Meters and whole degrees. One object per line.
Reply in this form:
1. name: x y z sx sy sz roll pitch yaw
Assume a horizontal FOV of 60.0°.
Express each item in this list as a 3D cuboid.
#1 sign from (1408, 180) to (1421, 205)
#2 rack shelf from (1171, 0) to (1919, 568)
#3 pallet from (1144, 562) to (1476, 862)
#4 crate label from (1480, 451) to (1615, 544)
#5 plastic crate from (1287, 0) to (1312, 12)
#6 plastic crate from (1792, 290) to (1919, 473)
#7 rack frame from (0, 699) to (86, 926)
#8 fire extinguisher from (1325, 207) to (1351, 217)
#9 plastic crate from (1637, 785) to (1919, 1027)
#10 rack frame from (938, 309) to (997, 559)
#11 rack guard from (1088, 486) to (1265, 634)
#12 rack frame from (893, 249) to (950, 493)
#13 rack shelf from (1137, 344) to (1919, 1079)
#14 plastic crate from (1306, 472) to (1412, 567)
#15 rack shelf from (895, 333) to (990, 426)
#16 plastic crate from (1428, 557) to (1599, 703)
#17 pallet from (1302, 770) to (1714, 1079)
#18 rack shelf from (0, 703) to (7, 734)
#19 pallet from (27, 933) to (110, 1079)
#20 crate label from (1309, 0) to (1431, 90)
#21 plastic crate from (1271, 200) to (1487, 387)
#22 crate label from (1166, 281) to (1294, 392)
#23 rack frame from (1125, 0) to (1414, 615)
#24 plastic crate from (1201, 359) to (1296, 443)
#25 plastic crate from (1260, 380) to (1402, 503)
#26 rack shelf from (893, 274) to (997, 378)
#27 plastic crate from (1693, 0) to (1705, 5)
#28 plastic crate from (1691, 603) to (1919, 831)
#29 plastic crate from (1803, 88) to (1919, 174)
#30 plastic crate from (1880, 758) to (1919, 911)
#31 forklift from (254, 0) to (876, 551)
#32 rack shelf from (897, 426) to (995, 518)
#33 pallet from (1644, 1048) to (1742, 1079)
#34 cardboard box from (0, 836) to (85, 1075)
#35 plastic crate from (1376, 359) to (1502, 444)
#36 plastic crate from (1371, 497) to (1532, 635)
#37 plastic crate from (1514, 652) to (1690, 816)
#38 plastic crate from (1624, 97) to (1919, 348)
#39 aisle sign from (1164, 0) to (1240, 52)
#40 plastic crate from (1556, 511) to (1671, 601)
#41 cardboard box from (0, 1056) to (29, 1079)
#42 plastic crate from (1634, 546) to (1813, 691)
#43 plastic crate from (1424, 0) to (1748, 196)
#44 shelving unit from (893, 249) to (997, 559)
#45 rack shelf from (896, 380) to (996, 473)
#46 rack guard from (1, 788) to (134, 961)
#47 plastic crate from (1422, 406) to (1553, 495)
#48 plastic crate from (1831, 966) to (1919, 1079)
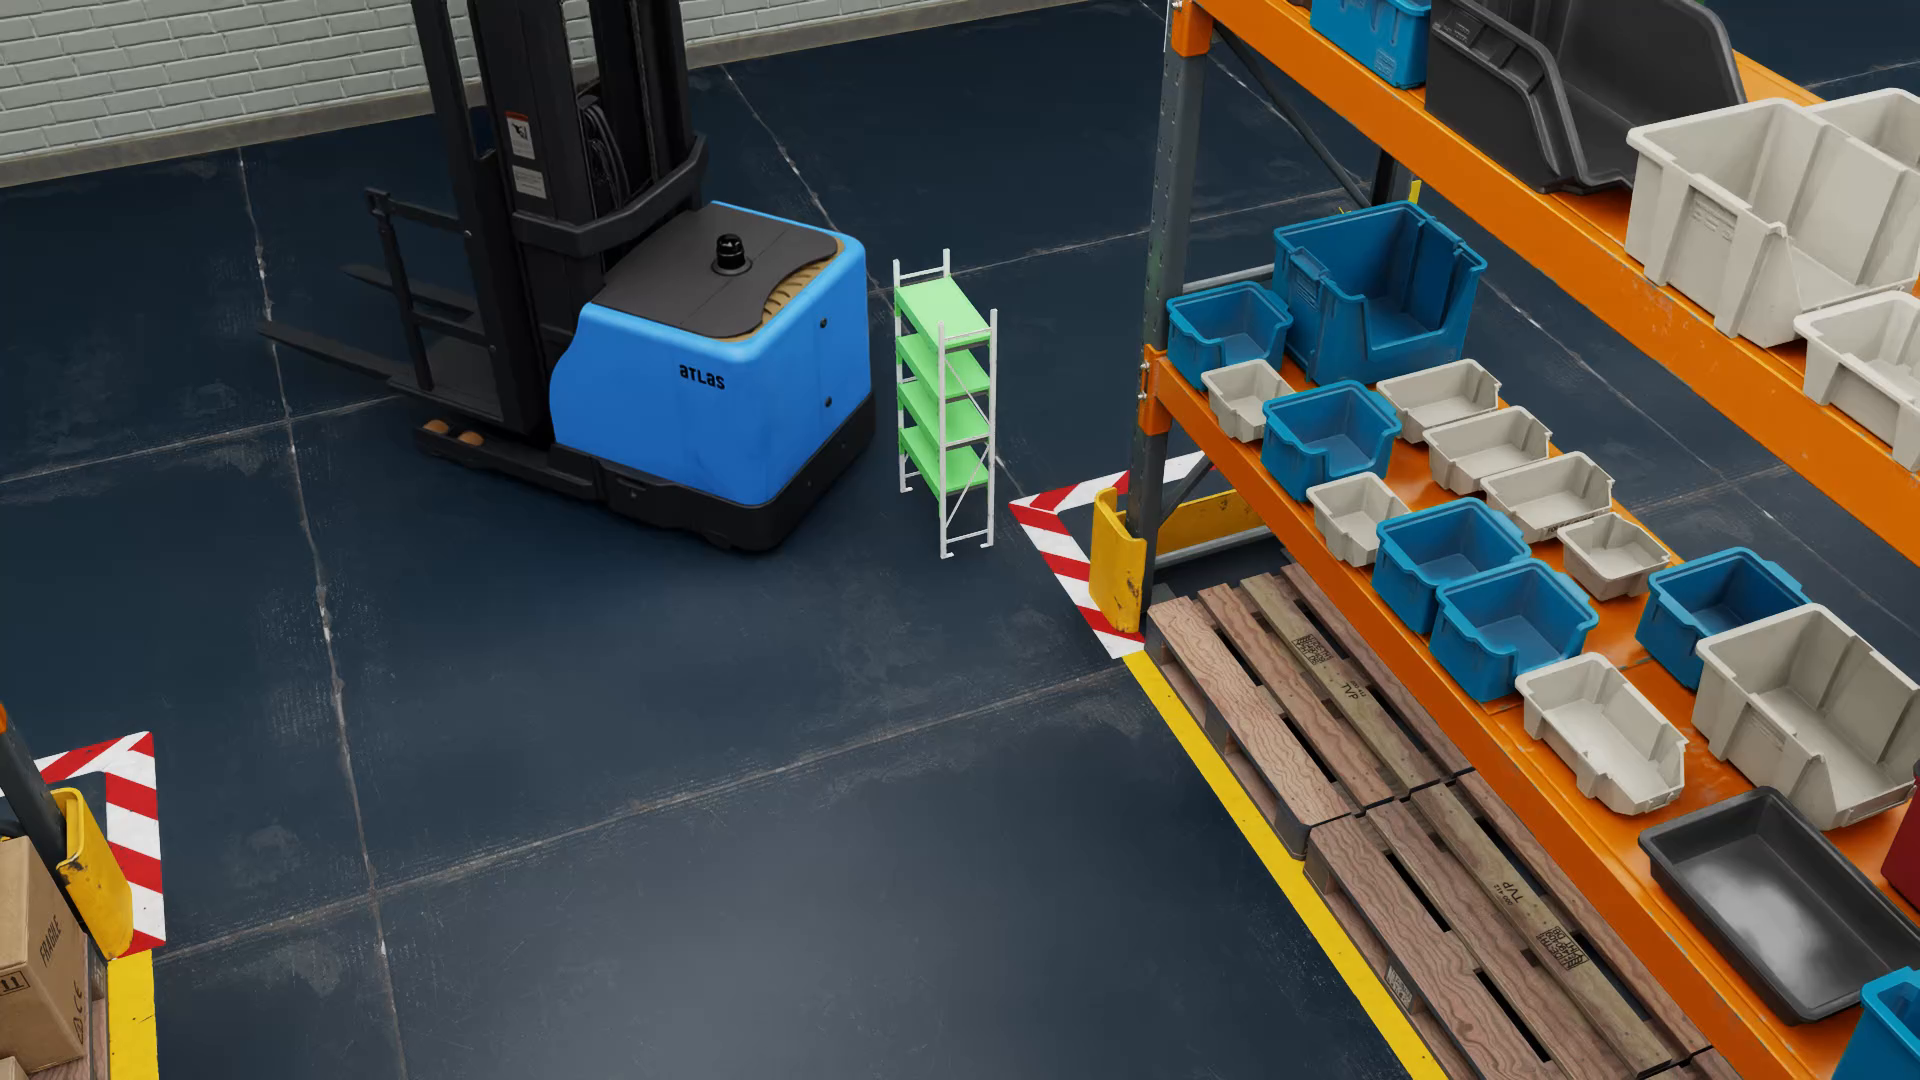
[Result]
1. sign: 1.649 -1.187 6.205 0.100 0.325 0.005 -15 43 -17
2. rack shelf: 1.913 -0.638 3.943 1.077 0.370 4.000 -15 43 -17
3. pallet: 1.427 0.585 6.407 1.003 0.211 1.213 -15 43 -17
4. crate label: 1.853 -0.115 5.240 0.396 0.136 0.243 -15 43 -17
5. plastic crate: 1.037 -1.765 4.801 0.497 0.269 0.590 -15 43 -17
6. plastic crate: 1.840 -0.277 3.174 0.293 0.136 0.466 -15 43 -17
7. rack frame: -3.430 0.255 4.653 1.000 3.000 0.127 -15 43 -17
8. fire extinguisher: 1.510 -1.012 6.472 0.296 0.674 0.183 -15 43 -17
9. plastic crate: 2.001 0.905 4.061 0.437 0.125 0.590 -15 43 -17
10. rack frame: 0.030 -0.408 6.804 0.240 1.200 0.015 -15 43 -17
11. rack guard: 1.126 -0.042 6.915 1.175 0.500 0.348 -15 43 -17
12. rack frame: -0.157 -0.702 7.146 0.240 1.200 0.015 -15 43 -17
13. rack shelf: 1.913 0.499 4.921 1.077 0.370 4.000 -15 43 -17
14. plastic crate: 1.244 -0.048 5.161 0.250 0.136 0.298 -15 43 -17
15. rack shelf: -0.063 -0.688 6.860 0.258 0.148 0.480 -15 43 -17
16. plastic crate: 1.556 0.267 4.721 0.416 0.233 0.300 -15 43 -17
17. pallet: 1.890 1.319 5.554 1.003 0.211 1.213 -15 43 -17
18. rack shelf: -2.665 1.733 3.486 1.077 0.370 4.000 -15 43 -17
19. pallet: -3.095 1.838 4.951 1.003 0.211 1.213 -15 43 -17
20. crate label: 1.202 -1.423 4.418 0.408 0.251 0.502 -15 43 -17
21. plastic crate: 1.448 -0.860 5.876 0.616 0.435 0.499 -15 43 -17
22. crate label: 0.938 -0.707 5.854 0.416 0.233 0.303 -15 43 -17
23. rack frame: 1.147 -0.978 6.087 1.000 3.000 0.127 -15 43 -17
24. plastic crate: 0.984 -0.456 5.636 0.250 0.136 0.298 -15 43 -17
25. plastic crate: 1.190 -0.310 5.393 0.416 0.233 0.300 -15 43 -17
26. rack shelf: -0.063 -0.870 6.703 0.258 0.148 0.480 -15 43 -17
27. plastic crate: 1.789 -1.513 4.570 0.450 0.188 0.336 -15 43 -17
28. plastic crate: 2.264 0.487 4.427 0.437 0.282 0.530 -15 43 -17
29. plastic crate: 2.167 -0.833 3.820 0.437 0.136 0.530 -15 43 -17
30. plastic crate: 2.568 0.784 3.943 0.402 0.464 0.583 -15 43 -17
31. forklift: -1.943 -1.732 7.016 3.031 2.935 1.130 18 44 20
32. rack shelf: -0.063 -0.324 7.173 0.258 0.148 0.480 -15 43 -17
33. pallet: 2.361 2.055 4.698 1.003 0.211 1.213 -15 43 -17
34. cardboard box: -2.995 1.302 5.015 0.500 0.500 0.500 -15 43 -17
35. plastic crate: 1.627 -0.455 5.635 0.396 0.136 0.243 -15 43 -17
36. plastic crate: 1.441 0.086 4.931 0.416 0.233 0.300 -15 43 -17
37. plastic crate: 1.734 0.534 4.484 0.293 0.136 0.466 -15 43 -17
38. plastic crate: 1.710 -0.659 3.506 0.437 0.282 0.530 -15 43 -17
39. aisle sign: 0.845 -1.933 5.204 0.394 0.787 0.004 -15 43 -17
40. plastic crate: 1.984 0.058 5.038 0.298 0.136 0.250 -15 43 -17
41. cardboard box: -2.923 1.695 4.814 0.380 0.166 0.250 -15 43 -17
42. plastic crate: 2.170 0.235 4.758 0.416 0.233 0.300 -15 43 -17
43. plastic crate: 1.478 -1.103 3.980 0.504 0.338 0.767 -15 43 -17
44. shelving unit: -0.063 -0.555 6.975 0.258 1.200 0.503 -15 43 -17
45. rack shelf: -0.063 -0.506 7.016 0.258 0.148 0.480 -15 43 -17
46. rack guard: -3.401 1.249 5.415 1.175 0.500 0.348 -15 43 -17
47. plastic crate: 1.724 -0.277 5.428 0.396 0.136 0.243 -15 43 -17
48. plastic crate: 2.184 1.218 3.499 0.392 0.384 0.575 -15 43 -17
